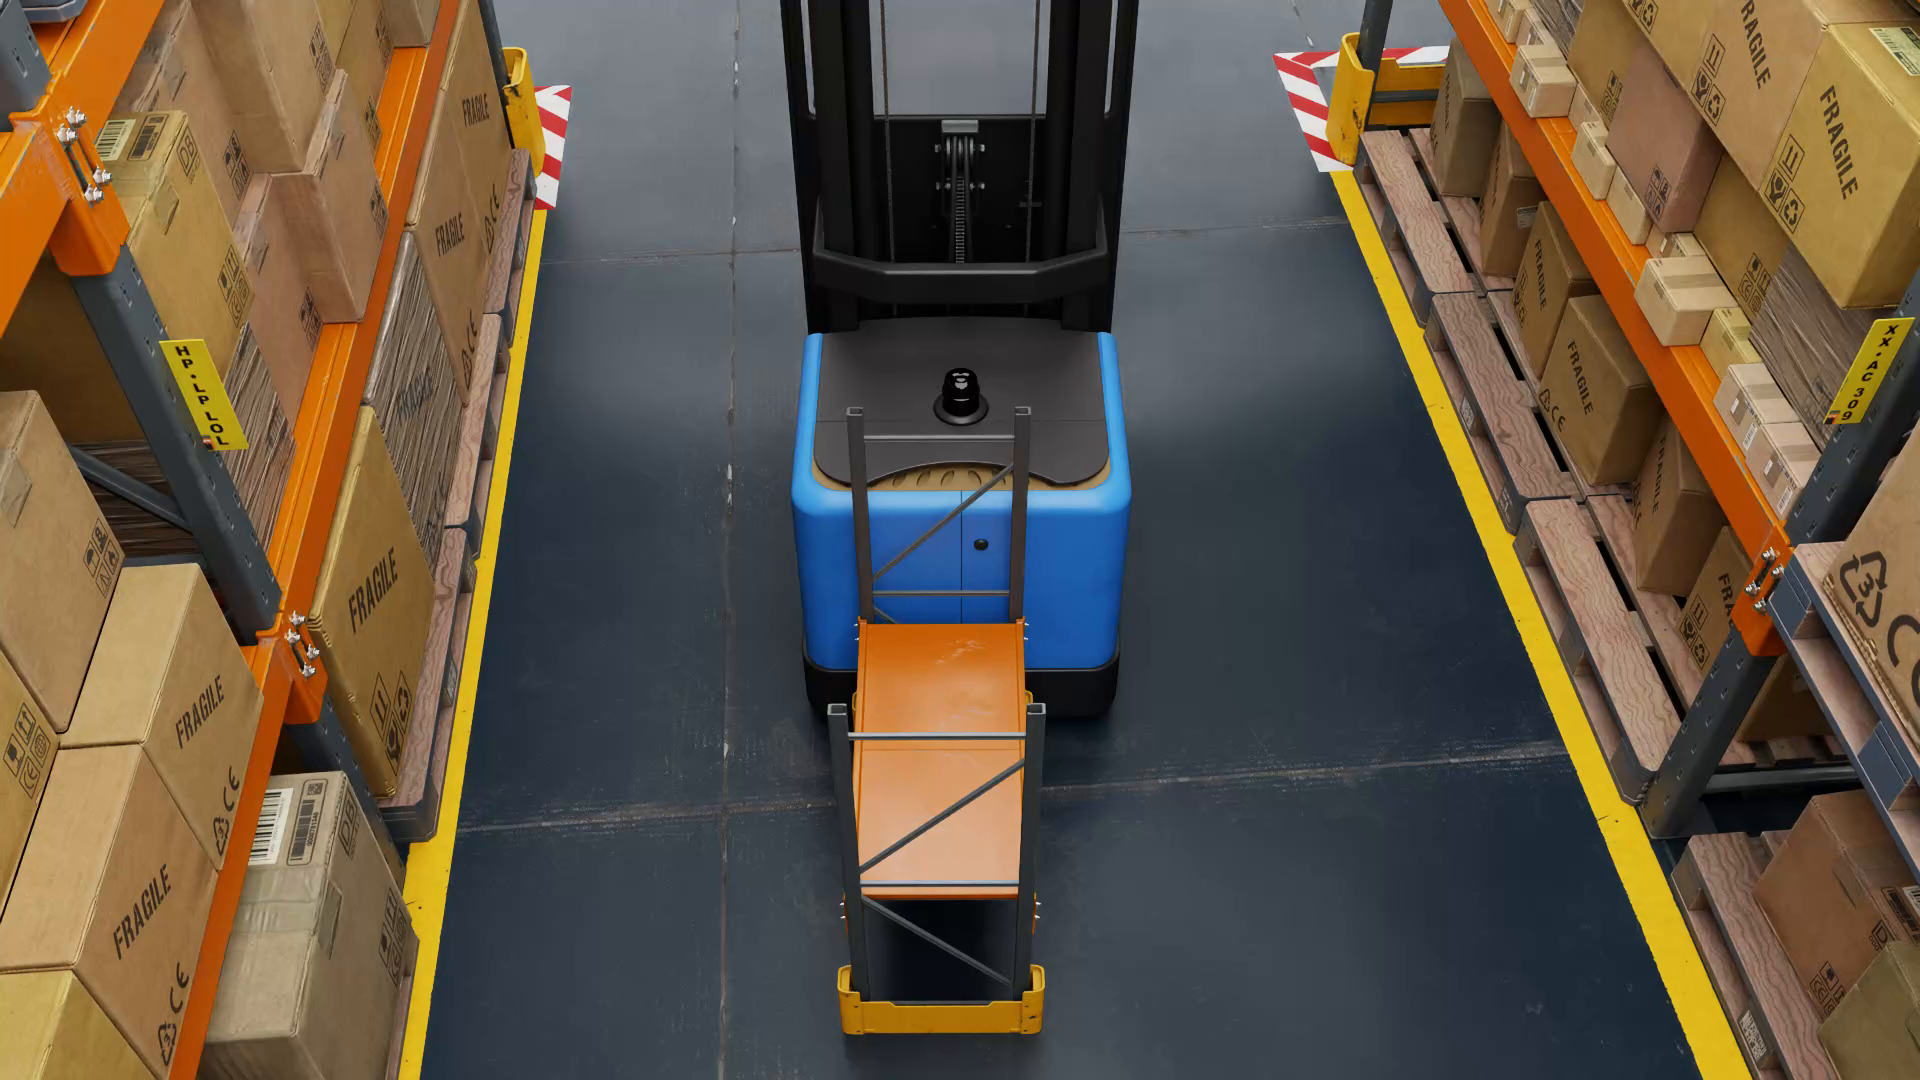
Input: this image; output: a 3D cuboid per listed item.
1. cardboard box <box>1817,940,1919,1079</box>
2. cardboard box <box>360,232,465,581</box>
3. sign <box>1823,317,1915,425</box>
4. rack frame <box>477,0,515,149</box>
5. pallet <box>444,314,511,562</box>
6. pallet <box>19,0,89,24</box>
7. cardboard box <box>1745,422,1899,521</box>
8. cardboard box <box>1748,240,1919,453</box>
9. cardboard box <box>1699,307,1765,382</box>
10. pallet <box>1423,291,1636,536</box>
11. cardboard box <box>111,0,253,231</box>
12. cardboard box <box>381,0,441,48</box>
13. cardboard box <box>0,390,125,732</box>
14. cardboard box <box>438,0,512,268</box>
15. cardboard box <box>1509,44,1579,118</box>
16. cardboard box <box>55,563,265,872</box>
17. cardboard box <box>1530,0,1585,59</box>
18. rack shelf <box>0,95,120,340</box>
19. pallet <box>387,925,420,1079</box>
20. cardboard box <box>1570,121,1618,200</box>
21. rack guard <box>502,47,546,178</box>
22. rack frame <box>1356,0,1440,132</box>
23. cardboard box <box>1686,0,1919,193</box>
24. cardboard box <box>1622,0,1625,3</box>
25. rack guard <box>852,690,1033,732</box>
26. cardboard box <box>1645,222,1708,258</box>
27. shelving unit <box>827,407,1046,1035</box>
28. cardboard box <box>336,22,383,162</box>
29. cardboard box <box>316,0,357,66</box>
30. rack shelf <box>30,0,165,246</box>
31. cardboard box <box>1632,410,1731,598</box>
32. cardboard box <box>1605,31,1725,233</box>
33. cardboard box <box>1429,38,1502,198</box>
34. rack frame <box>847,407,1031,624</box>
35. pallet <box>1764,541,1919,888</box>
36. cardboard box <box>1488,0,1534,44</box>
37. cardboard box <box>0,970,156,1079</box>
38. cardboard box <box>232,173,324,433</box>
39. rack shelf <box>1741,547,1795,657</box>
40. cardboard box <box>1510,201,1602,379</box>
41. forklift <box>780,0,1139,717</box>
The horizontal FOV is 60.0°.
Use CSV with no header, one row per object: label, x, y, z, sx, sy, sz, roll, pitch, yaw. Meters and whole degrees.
cardboard box,2.759,1.360,4.315,0.700,0.500,0.500,-4,47,-4
cardboard box,-2.306,-0.437,5.772,0.875,0.875,0.875,-3,47,-3
sign,2.168,-0.399,3.966,0.100,0.325,0.005,-3,47,-3
rack frame,-2.578,-2.806,6.841,1.000,3.000,0.127,-3,47,-3
pallet,-2.334,-0.393,6.477,1.003,0.211,1.213,-3,47,-3
pallet,-2.301,-1.505,3.605,1.003,0.211,1.213,-3,47,-3
cardboard box,2.397,-0.192,4.538,0.380,0.149,0.250,-3,47,-3
cardboard box,2.732,-0.606,4.484,0.875,0.500,0.500,-3,47,-3
cardboard box,2.424,-0.558,4.885,0.380,0.149,0.250,-3,47,-3
pallet,2.511,-0.550,6.625,1.003,0.211,1.213,-3,47,-3
cardboard box,-2.402,-0.995,4.279,0.875,0.550,0.550,-3,47,-3
cardboard box,-2.434,-2.195,6.160,0.875,0.550,0.550,-3,47,-3
cardboard box,-2.196,0.069,3.361,0.700,0.500,0.500,-4,47,-4
cardboard box,-2.456,-1.733,7.000,0.875,0.875,0.875,-3,47,-3
cardboard box,2.188,-1.636,5.907,0.380,0.149,0.250,-3,47,-3
cardboard box,-1.933,0.415,3.722,0.500,0.500,0.500,-4,47,-4
cardboard box,2.552,-2.053,5.854,0.875,0.500,0.500,-3,47,-3
rack shelf,-2.076,0.751,1.902,1.077,0.370,4.000,-3,47,-3
pallet,-2.104,1.601,4.589,1.003,0.211,1.213,-3,47,-3
cardboard box,2.286,-1.278,5.567,0.380,0.149,0.250,-3,47,-3
rack guard,-2.580,-1.964,7.766,1.175,0.500,0.348,-3,47,-3
rack frame,2.373,-3.034,7.058,1.000,3.000,0.127,-3,47,-3
cardboard box,2.353,-1.291,4.445,0.500,0.500,0.500,-3,47,-3
cardboard box,2.273,-2.015,5.130,0.500,0.500,0.500,-3,47,-3
rack guard,-0.057,0.609,5.501,0.587,0.250,0.087,0,47,0
cardboard box,2.403,-0.921,5.229,0.380,0.149,0.250,-3,47,-3
shelving unit,-0.055,0.541,4.705,0.587,1.500,1.083,0,47,0
cardboard box,-2.427,-1.401,5.408,0.875,0.550,0.500,-3,47,-3
cardboard box,-2.362,-1.777,5.020,0.875,0.550,0.500,-3,47,-3
rack shelf,-2.411,-2.143,4.643,1.077,0.370,4.000,-3,47,-3
cardboard box,2.659,-0.131,5.740,0.500,0.500,0.500,10,47,9
cardboard box,2.583,-1.326,5.166,0.875,0.500,0.500,-3,47,-3
cardboard box,2.408,-1.866,7.384,0.500,0.500,0.500,4,47,4
rack frame,-0.057,0.165,5.061,0.500,1.500,0.032,0,47,0
pallet,2.627,0.488,3.854,1.003,0.211,1.213,-3,47,-3
cardboard box,2.222,-2.002,6.254,0.380,0.149,0.250,-3,47,-3
cardboard box,-1.849,1.146,3.030,0.500,0.500,0.500,-3,47,-3
cardboard box,-2.355,-0.626,4.674,0.875,0.550,0.550,-3,47,-3
rack shelf,2.875,1.554,3.208,1.077,0.370,4.000,-3,47,-3
cardboard box,2.526,-0.982,6.546,0.500,0.500,0.500,0,47,0
forklift,-0.003,-1.465,5.618,1.130,2.935,3.031,0,47,0
